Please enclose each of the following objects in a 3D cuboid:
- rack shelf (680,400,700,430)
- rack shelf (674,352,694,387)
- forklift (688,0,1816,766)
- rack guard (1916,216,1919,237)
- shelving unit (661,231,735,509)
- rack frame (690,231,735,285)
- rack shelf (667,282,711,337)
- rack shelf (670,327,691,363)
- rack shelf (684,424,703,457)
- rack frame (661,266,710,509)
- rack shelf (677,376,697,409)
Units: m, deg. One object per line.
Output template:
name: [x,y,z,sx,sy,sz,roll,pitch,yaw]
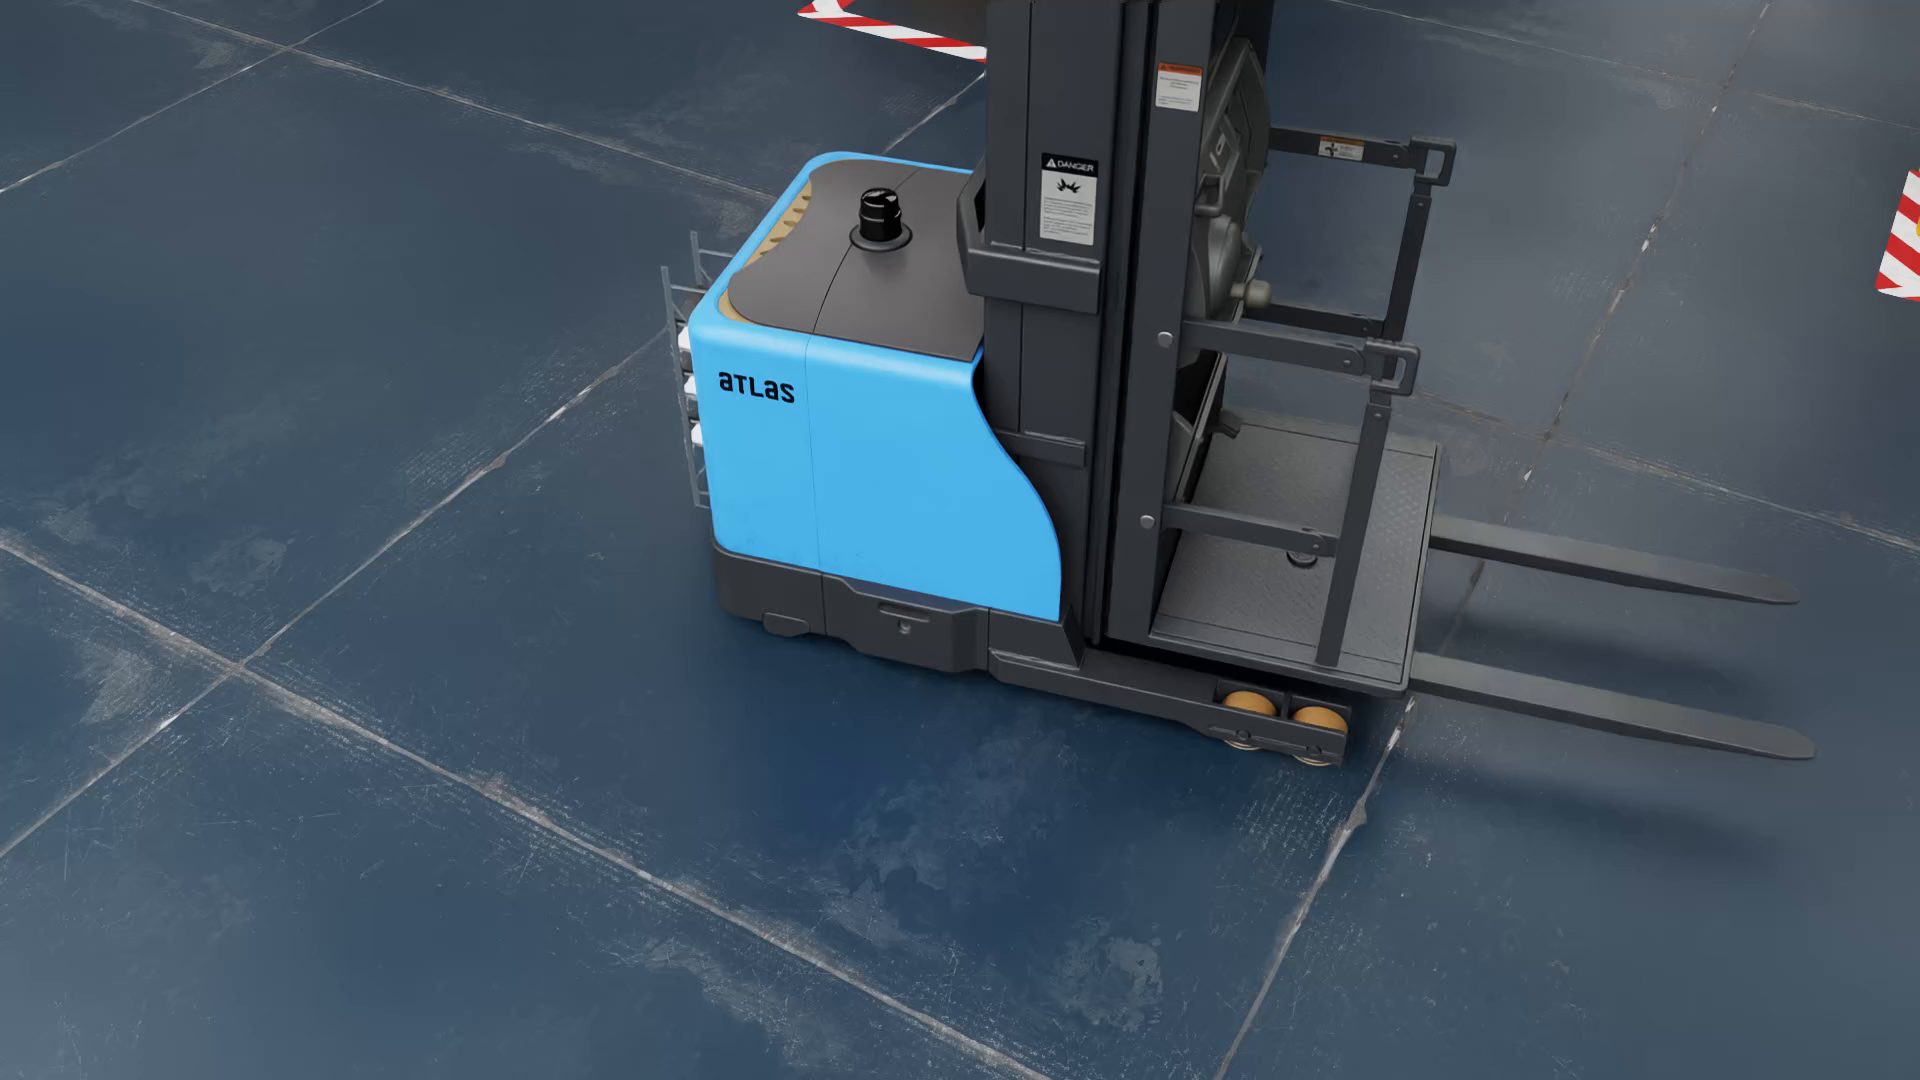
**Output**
rack shelf: [-0.714,-0.398,5.207,0.258,0.077,0.200,11,43,13]
rack shelf: [-0.714,-0.533,5.088,0.258,0.077,0.200,11,43,13]
forklift: [0.852,-0.878,4.029,3.031,2.935,1.130,12,43,13]
rack guard: [4.387,-1.292,6.339,1.175,0.500,0.348,21,45,22]
shelving unit: [-0.714,-0.490,5.126,0.258,0.900,0.210,11,43,13]
rack frame: [-0.684,-0.555,5.199,0.240,0.900,0.006,11,43,13]
rack shelf: [-0.714,-0.668,4.969,0.258,0.077,0.200,11,43,13]
rack shelf: [-0.714,-0.601,5.029,0.258,0.077,0.200,11,43,13]
rack shelf: [-0.713,-0.330,5.266,0.258,0.077,0.200,11,43,13]
rack frame: [-0.744,-0.426,5.053,0.240,0.900,0.006,11,43,13]
rack shelf: [-0.714,-0.465,5.148,0.258,0.077,0.200,11,43,13]
